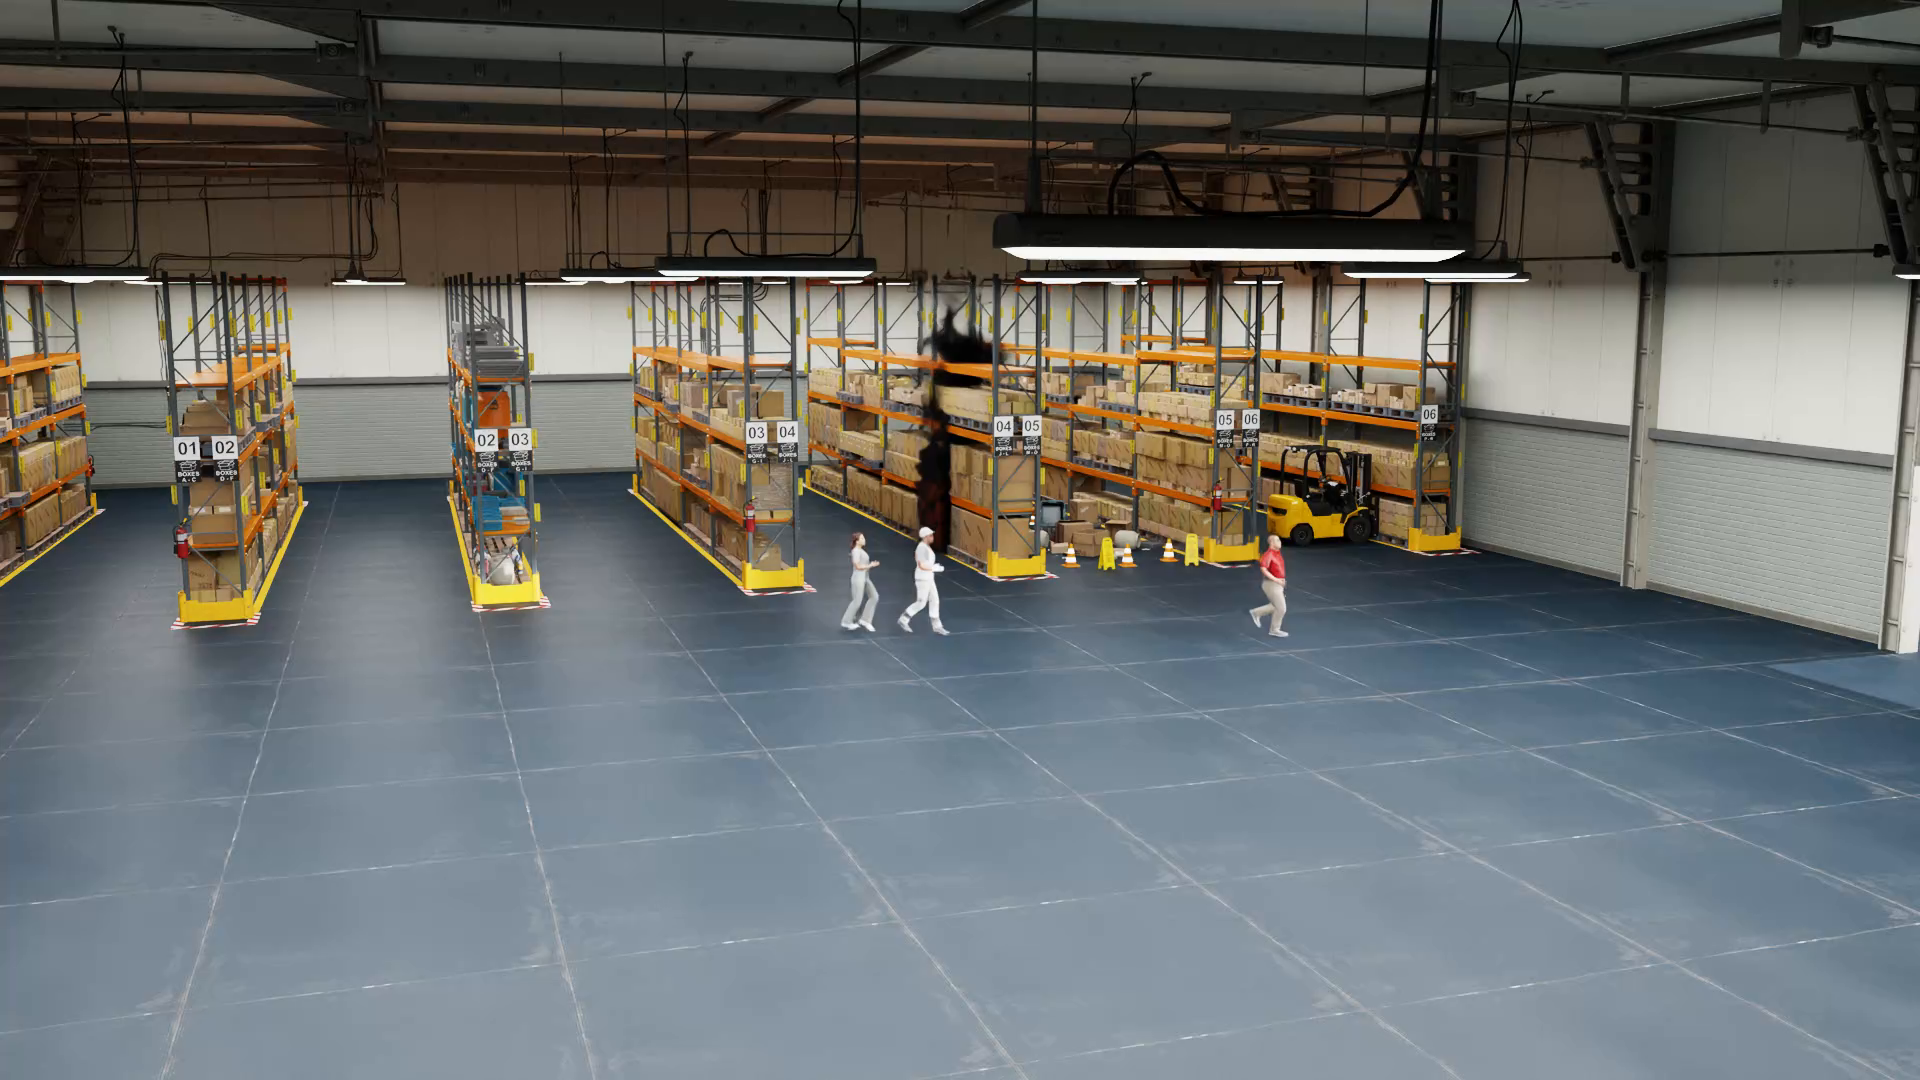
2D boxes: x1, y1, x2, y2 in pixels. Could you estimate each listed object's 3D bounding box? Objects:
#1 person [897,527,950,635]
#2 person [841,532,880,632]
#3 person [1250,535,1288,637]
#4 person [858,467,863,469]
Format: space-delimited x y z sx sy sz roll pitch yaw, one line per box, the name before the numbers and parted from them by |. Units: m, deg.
person | -0.604 0.680 27.610 0.883 1.807 0.682 1 9 9
person | -1.663 0.709 27.878 0.691 1.705 0.544 2 9 13
person | 5.141 0.747 27.553 0.653 1.682 0.686 4 9 22
person | -2.802 -2.565 49.223 0.764 1.821 0.700 8 12 44
